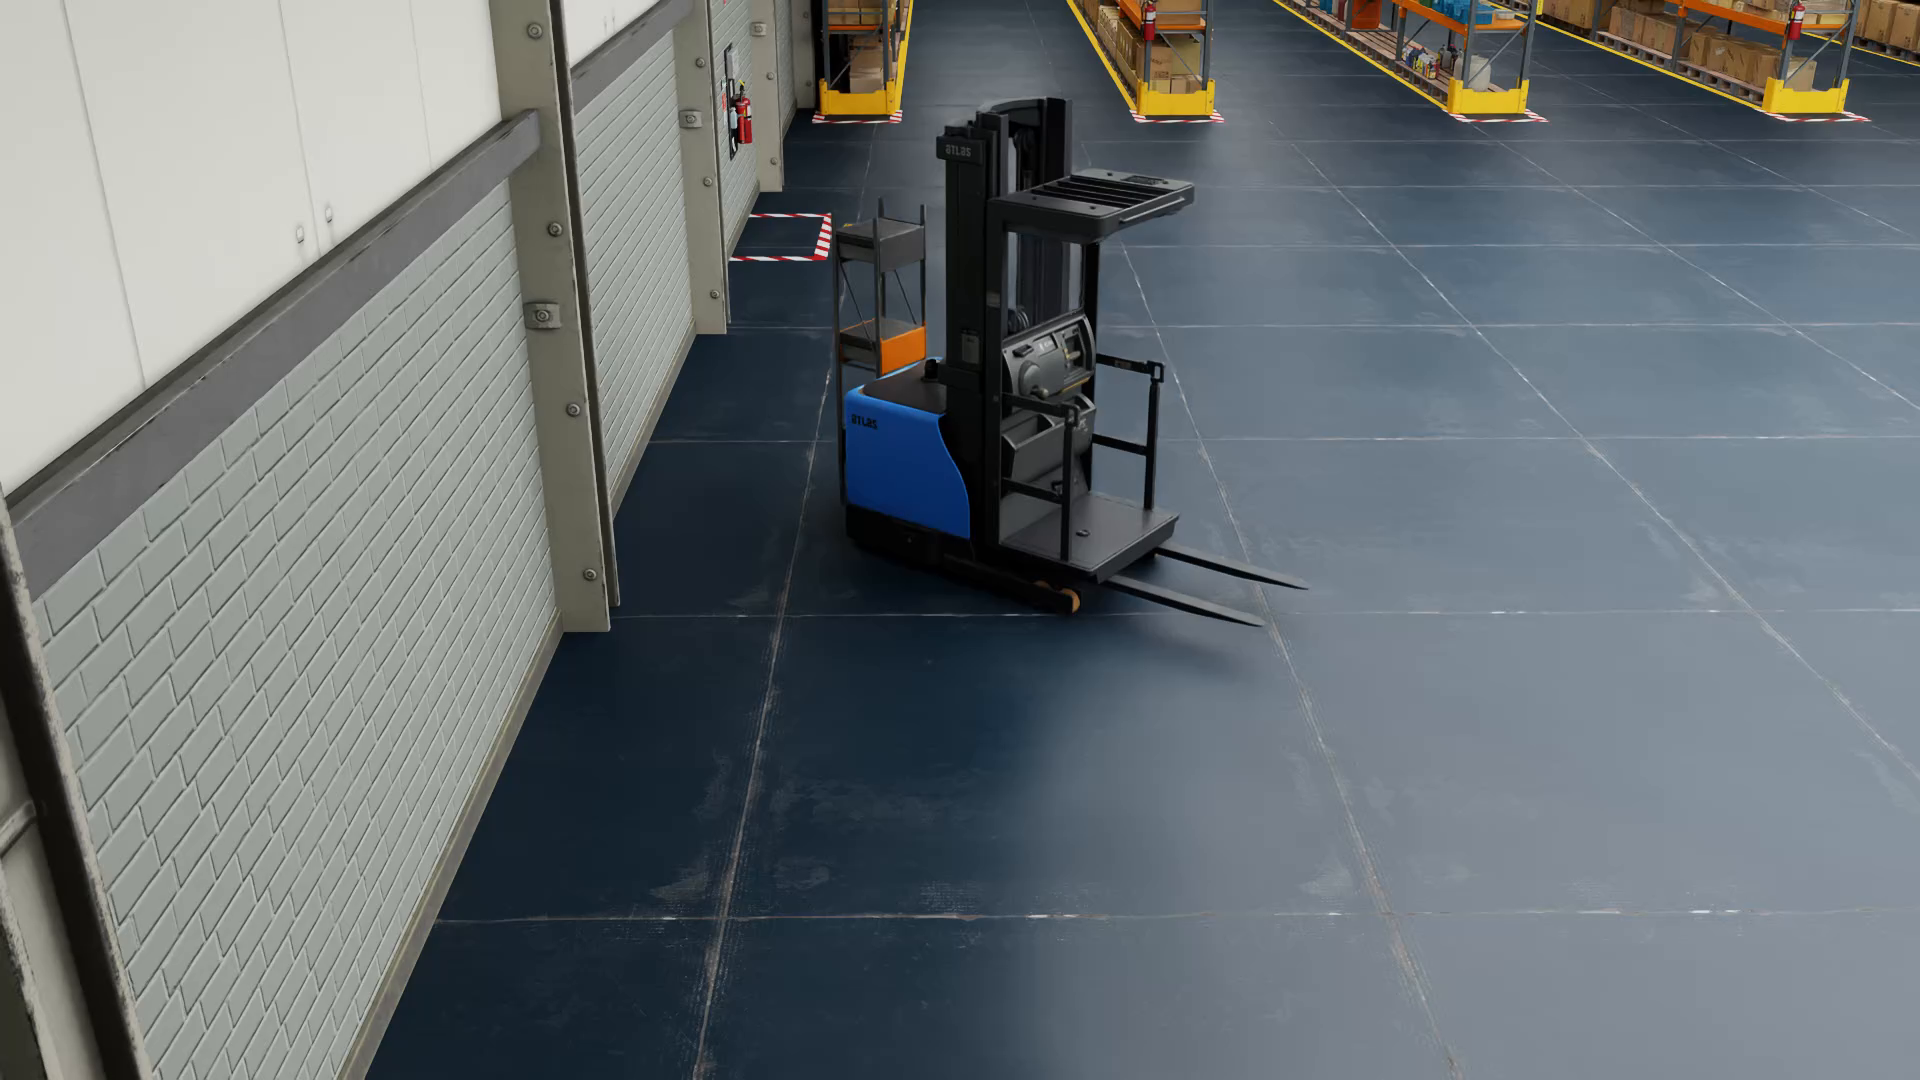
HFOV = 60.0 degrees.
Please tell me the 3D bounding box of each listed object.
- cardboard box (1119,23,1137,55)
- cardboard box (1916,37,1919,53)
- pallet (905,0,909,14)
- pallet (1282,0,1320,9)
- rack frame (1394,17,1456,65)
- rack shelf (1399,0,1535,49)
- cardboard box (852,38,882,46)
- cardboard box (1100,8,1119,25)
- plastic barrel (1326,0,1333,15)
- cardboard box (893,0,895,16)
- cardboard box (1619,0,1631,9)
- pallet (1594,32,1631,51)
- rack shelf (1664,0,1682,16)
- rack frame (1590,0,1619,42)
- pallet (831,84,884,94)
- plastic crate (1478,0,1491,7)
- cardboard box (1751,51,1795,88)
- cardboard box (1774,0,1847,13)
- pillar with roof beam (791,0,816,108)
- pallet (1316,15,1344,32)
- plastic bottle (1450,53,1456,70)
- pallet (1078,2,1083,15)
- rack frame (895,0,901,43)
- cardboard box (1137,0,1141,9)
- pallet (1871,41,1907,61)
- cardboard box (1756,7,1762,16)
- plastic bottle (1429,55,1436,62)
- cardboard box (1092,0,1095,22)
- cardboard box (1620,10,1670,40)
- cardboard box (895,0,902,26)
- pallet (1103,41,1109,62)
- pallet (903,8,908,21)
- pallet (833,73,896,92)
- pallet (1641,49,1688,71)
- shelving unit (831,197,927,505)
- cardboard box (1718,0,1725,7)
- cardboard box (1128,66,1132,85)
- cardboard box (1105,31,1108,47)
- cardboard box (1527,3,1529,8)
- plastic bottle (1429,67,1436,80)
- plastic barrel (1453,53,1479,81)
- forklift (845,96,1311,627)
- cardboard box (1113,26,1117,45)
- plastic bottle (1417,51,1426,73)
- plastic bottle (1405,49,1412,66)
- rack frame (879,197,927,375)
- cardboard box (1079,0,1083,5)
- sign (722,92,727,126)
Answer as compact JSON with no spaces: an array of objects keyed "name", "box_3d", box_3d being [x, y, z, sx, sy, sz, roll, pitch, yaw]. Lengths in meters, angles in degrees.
[{"name":"cardboard box","box_3d":[3.016,-8.582,28.502,0.500,0.500,0.500,0,24,-1]},{"name":"cardboard box","box_3d":[18.081,-9.145,30.051,1.050,0.750,0.750,0,24,-1]},{"name":"pallet","box_3d":[-1.659,-12.016,37.562,1.003,0.211,1.213,0,24,-1]},{"name":"pallet","box_3d":[8.114,-12.554,38.750,1.003,0.211,1.213,0,24,-1]},{"name":"rack frame","box_3d":[8.264,-9.721,29.103,1.000,3.000,0.127,0,24,-1]},{"name":"rack shelf","box_3d":[8.286,-8.569,27.429,1.077,0.370,4.000,0,24,-1]},{"name":"cardboard box","box_3d":[-1.591,-8.310,28.484,0.500,0.500,0.500,-2,24,-5]},{"name":"cardboard box","box_3d":[2.994,-10.109,32.108,0.500,0.311,0.500,-1,24,-2]},{"name":"plastic barrel","box_3d":[8.174,-11.737,35.597,0.600,0.901,0.708,0,24,-1]},{"name":"cardboard box","box_3d":[-1.306,-8.595,26.772,0.500,0.250,0.500,-1,24,-1]},{"name":"cardboard box","box_3d":[13.211,-10.519,32.456,0.500,0.250,0.500,1,24,2]},{"name":"pallet","box_3d":[13.180,-9.799,32.659,1.003,0.211,1.213,0,24,-1]},{"name":"rack shelf","box_3d":[13.195,-10.239,31.123,1.077,0.370,4.000,0,24,-1]},{"name":"rack frame","box_3d":[13.173,-11.391,32.797,1.000,3.000,0.127,0,24,-1]},{"name":"pallet","box_3d":[-1.573,-7.124,26.745,1.003,0.211,1.213,0,24,-1]},{"name":"plastic crate","box_3d":[8.535,-8.933,27.681,0.530,0.136,0.437,0,24,-1]},{"name":"cardboard box","box_3d":[13.230,-7.651,27.050,0.500,0.500,0.500,6,25,13]},{"name":"cardboard box","box_3d":[13.282,-8.503,25.927,0.875,0.500,0.500,0,24,-1]},{"name":"pillar with roof beam","box_3d":[1.834,-11.065,24.796,9.100,9.000,0.400,0,24,-1]},{"name":"pallet","box_3d":[8.160,-10.925,35.149,1.003,0.211,1.213,0,24,-1]},{"name":"plastic bottle","box_3d":[8.463,-8.196,28.495,0.061,0.283,0.133,0,24,-1]},{"name":"pallet","box_3d":[3.217,-12.009,37.546,1.003,0.211,1.213,0,24,-1]},{"name":"rack frame","box_3d":[-1.686,-11.325,32.649,1.000,3.000,0.127,0,24,-1]},{"name":"cardboard box","box_3d":[3.336,-9.139,27.695,0.700,0.500,0.500,0,24,0]},{"name":"pallet","box_3d":[18.078,-9.275,31.501,1.003,0.211,1.213,0,24,-1]},{"name":"cardboard box","box_3d":[13.046,-8.509,26.728,0.380,0.149,0.250,0,24,-1]},{"name":"plastic bottle","box_3d":[8.013,-8.104,28.299,0.152,0.276,0.135,0,24,-1]},{"name":"cardboard box","box_3d":[3.017,-11.007,34.447,0.500,0.500,0.500,-1,24,-2]},{"name":"cardboard box","box_3d":[13.219,-9.948,32.106,0.700,0.500,0.500,-2,24,-5]},{"name":"cardboard box","box_3d":[-1.563,-10.840,33.677,0.750,0.750,0.750,-1,24,-1]},{"name":"pallet","box_3d":[3.248,-9.237,31.417,1.003,0.211,1.213,0,24,-1]},{"name":"pallet","box_3d":[-1.646,-11.385,36.166,1.003,0.211,1.213,0,24,-1]},{"name":"pallet","box_3d":[-1.583,-7.625,27.853,1.003,0.211,1.213,0,24,-1]},{"name":"pallet","box_3d":[13.207,-8.793,30.436,1.003,0.211,1.213,0,24,-1]},{"name":"shelving unit","box_3d":[-0.541,-1.251,11.467,0.431,2.100,0.503,18,30,34]},{"name":"cardboard box","box_3d":[12.957,-9.024,27.867,0.380,0.149,0.250,0,24,-1]},{"name":"cardboard box","box_3d":[3.029,-7.622,27.290,0.500,0.250,0.500,0,24,-1]},{"name":"cardboard box","box_3d":[3.003,-9.437,31.303,0.500,0.250,0.500,0,24,1]},{"name":"cardboard box","box_3d":[13.157,-11.999,36.209,1.225,0.875,0.875,0,24,0]},{"name":"plastic bottle","box_3d":[7.850,-7.753,27.614,0.097,0.201,0.097,0,24,0]},{"name":"plastic barrel","box_3d":[8.219,-7.608,26.940,0.421,0.512,0.421,0,24,0]},{"name":"forklift","box_3d":[0.722,-1.116,10.160,3.031,2.935,1.130,17,29,33]},{"name":"cardboard box","box_3d":[3.020,-9.060,29.788,0.500,0.311,0.500,0,24,-1]},{"name":"plastic bottle","box_3d":[7.865,-8.127,28.259,0.144,0.351,0.185,0,24,-1]},{"name":"plastic bottle","box_3d":[7.860,-8.414,28.985,0.152,0.276,0.135,1,24,1]},{"name":"rack frame","box_3d":[-0.392,-1.330,11.643,0.400,2.100,0.015,18,30,34]},{"name":"cardboard box","box_3d":[2.934,-12.292,37.287,0.500,0.500,0.500,0,24,-1]},{"name":"sign","box_3d":[-2.514,-4.610,17.759,0.001,0.329,0.234,0,24,-1]}]
